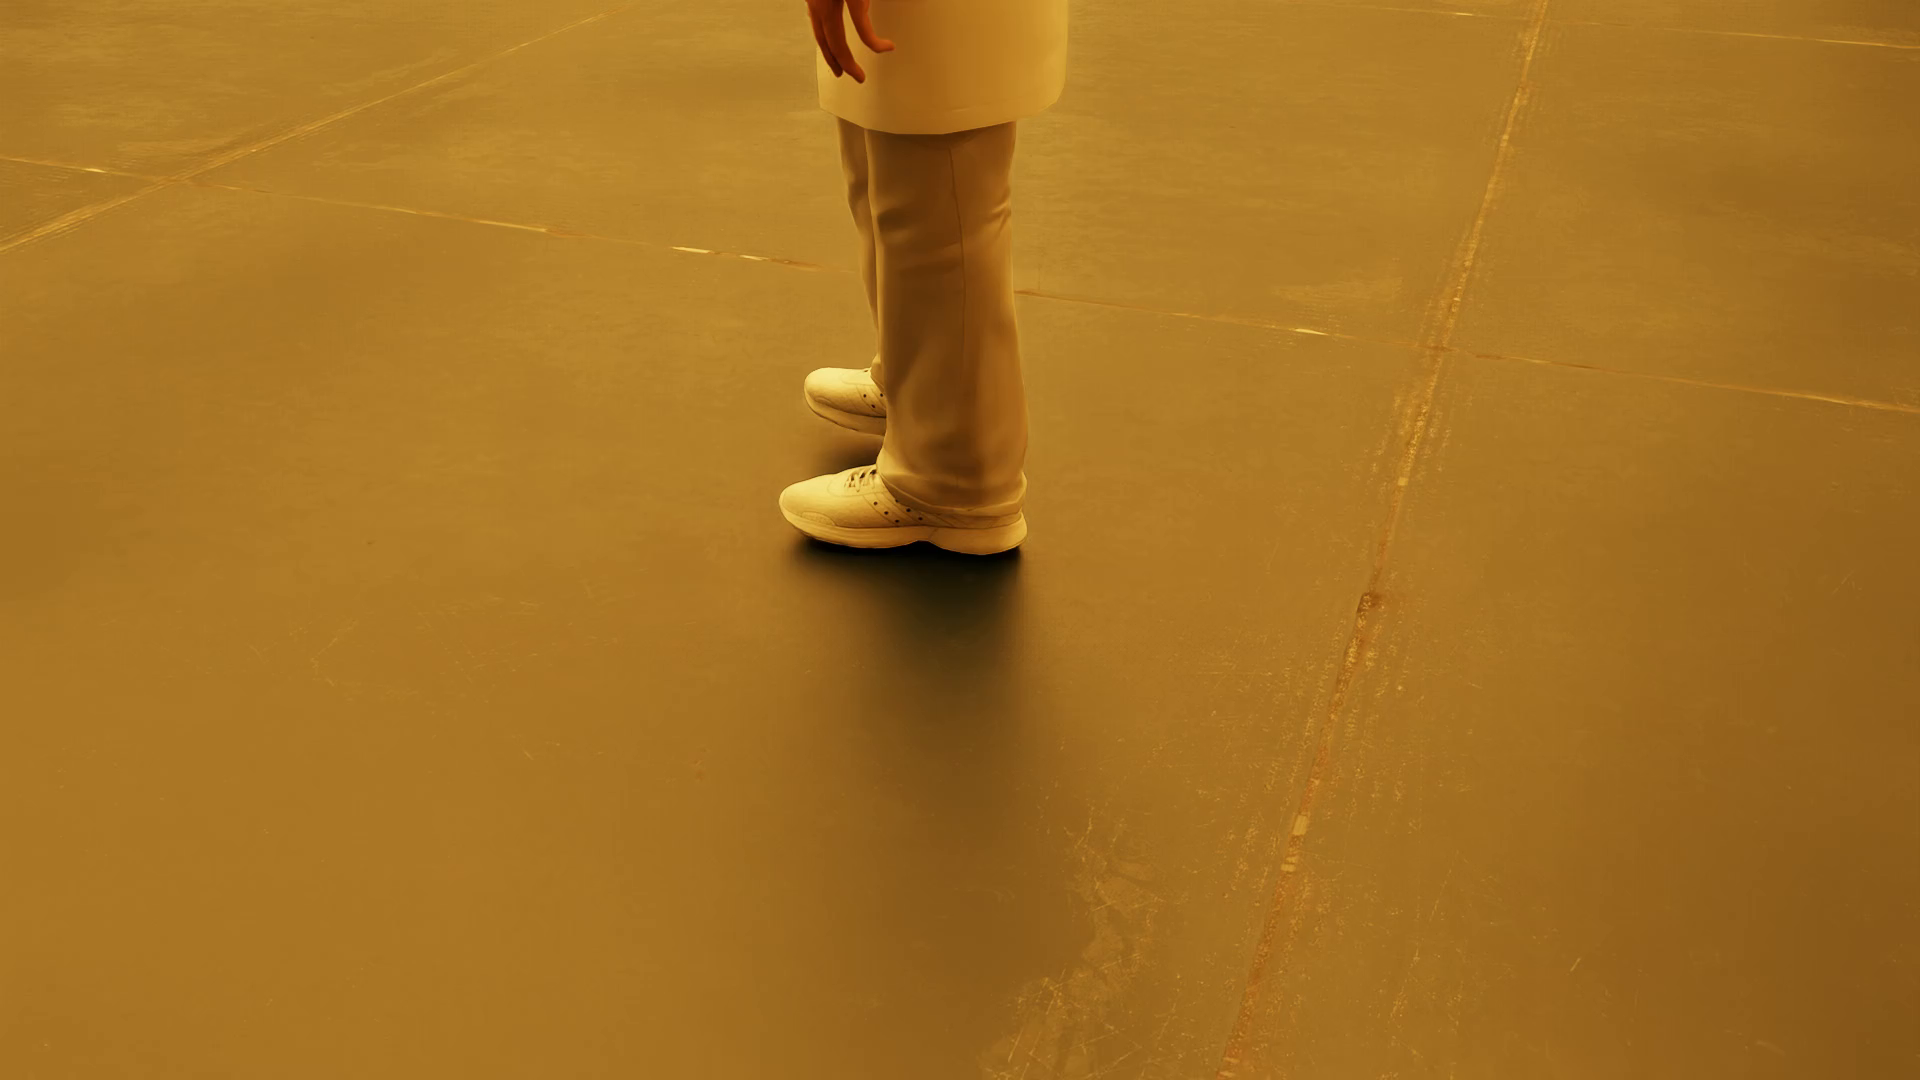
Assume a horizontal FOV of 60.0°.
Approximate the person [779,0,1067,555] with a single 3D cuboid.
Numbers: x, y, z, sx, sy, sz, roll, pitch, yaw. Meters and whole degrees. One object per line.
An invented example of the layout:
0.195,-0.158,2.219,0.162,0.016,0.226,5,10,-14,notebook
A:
-0.085,-0.798,2.089,0.579,1.778,0.698,10,31,18,person
